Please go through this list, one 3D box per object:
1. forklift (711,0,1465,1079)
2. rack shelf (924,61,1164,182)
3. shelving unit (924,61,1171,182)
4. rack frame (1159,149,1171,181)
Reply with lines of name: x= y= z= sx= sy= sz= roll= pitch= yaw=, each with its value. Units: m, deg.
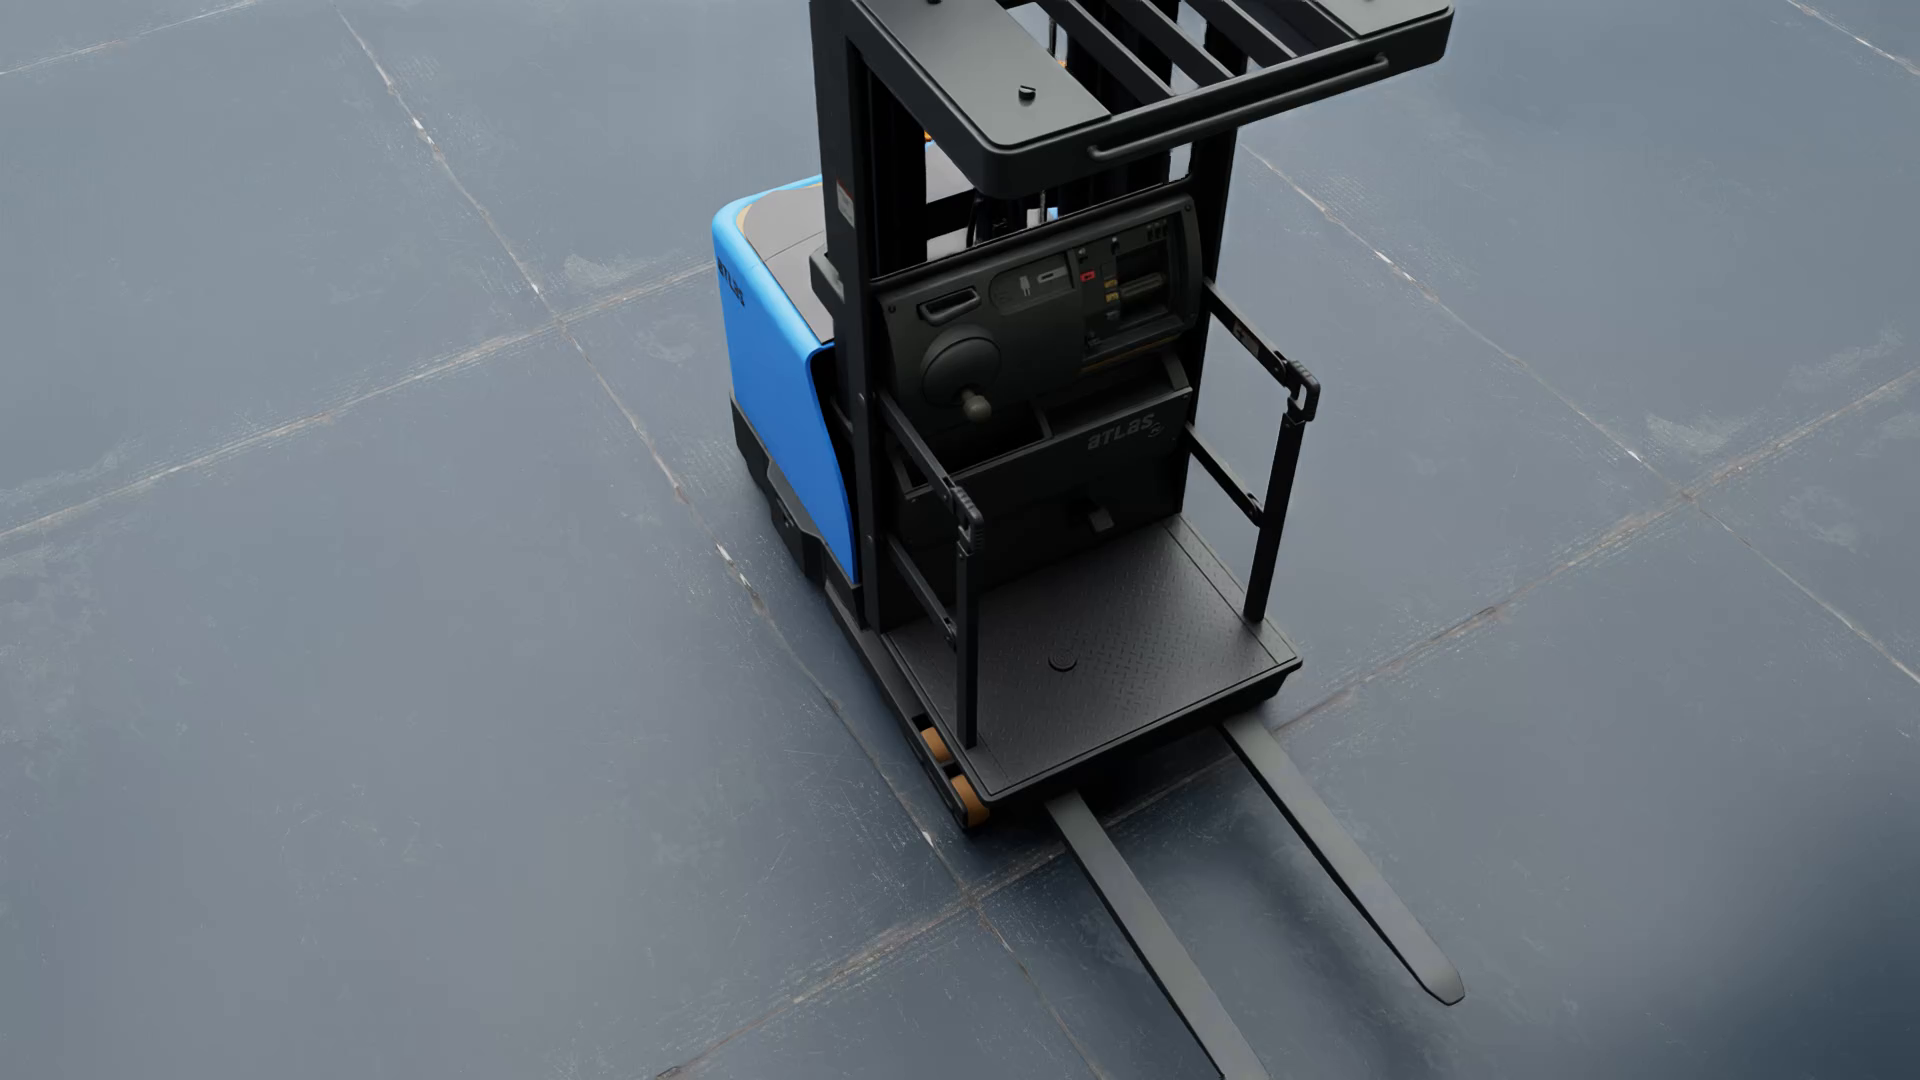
forklift: x=0.331 y=-0.507 z=4.239 sx=1.130 sy=2.935 sz=3.031 roll=-22 pitch=52 yaw=-18
rack shelf: x=0.207 y=-1.464 z=5.908 sx=1.000 sy=0.278 sz=0.538 roll=2 pitch=48 yaw=2
shelving unit: x=0.207 y=-1.269 z=6.127 sx=1.048 sy=1.125 sz=0.538 roll=2 pitch=48 yaw=2
rack frame: x=0.715 y=-1.248 z=6.108 sx=0.032 sy=1.125 sz=0.500 roll=2 pitch=48 yaw=2
